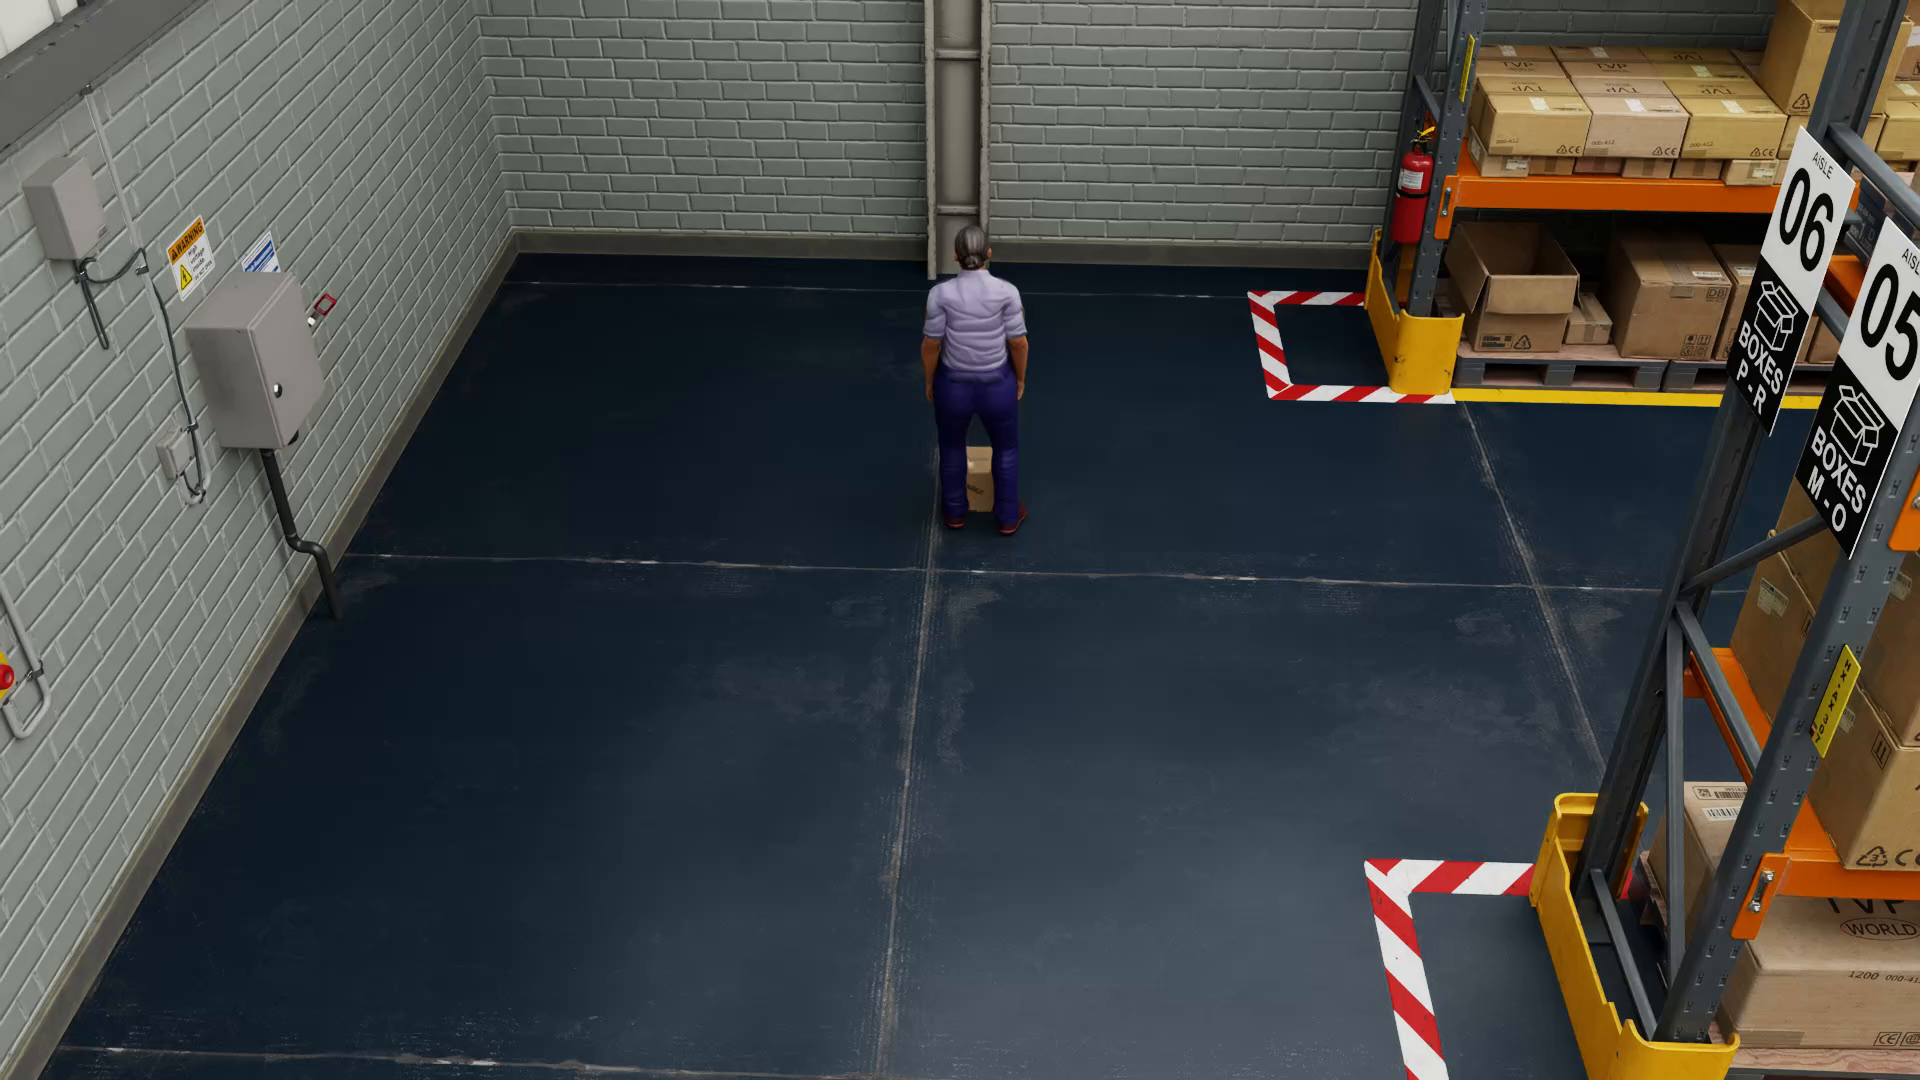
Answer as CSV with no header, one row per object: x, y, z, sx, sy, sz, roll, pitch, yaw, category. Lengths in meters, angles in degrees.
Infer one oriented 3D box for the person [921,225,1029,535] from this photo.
0.082,-0.766,8.180,0.538,1.652,0.422,0,36,0,person
